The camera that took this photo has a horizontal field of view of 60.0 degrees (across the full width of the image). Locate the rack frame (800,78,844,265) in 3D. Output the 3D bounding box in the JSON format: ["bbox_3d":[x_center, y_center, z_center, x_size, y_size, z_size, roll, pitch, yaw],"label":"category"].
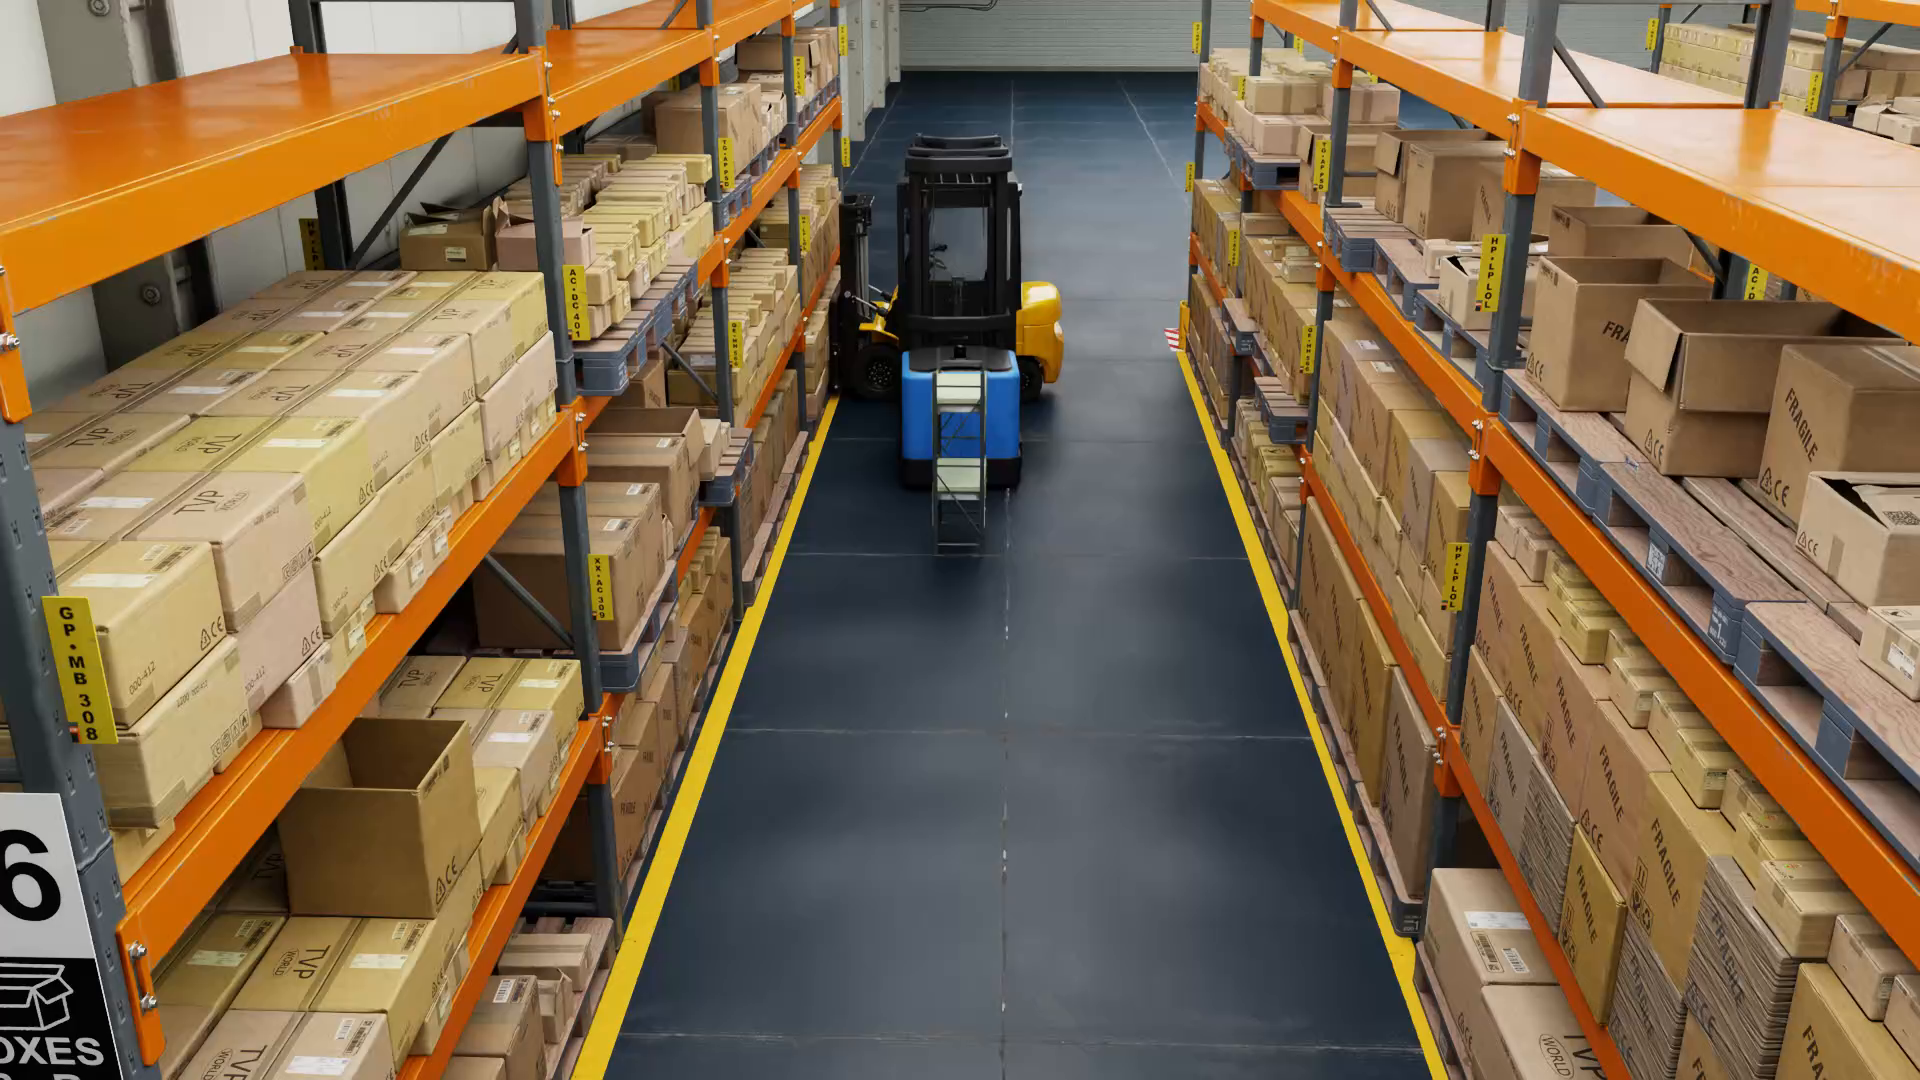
[{"bbox_3d":[-1.829,-3.721,18.971,1.000,3.000,0.127,1,21,2],"label":"rack frame"}]

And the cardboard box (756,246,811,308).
[{"bbox_3d":[-1.676,-2.479,15.632,0.500,0.500,0.500,0,21,0],"label":"cardboard box"}]

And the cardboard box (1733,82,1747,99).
[{"bbox_3d":[7.690,-4.323,16.005,0.380,0.149,0.250,0,21,1],"label":"cardboard box"}]

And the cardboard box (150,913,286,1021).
[{"bbox_3d":[-2.530,1.461,5.413,0.500,0.250,0.500,1,21,3],"label":"cardboard box"}]

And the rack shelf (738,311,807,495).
[{"bbox_3d":[-2.011,-1.216,13.510,1.077,0.370,4.000,1,21,2],"label":"rack shelf"}]

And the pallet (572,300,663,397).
[{"bbox_3d":[-2.104,-0.928,7.886,1.213,0.211,1.003,1,21,2],"label":"pallet"}]

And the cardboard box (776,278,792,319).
[{"bbox_3d":[-1.718,-2.071,14.236,0.500,0.250,0.500,0,21,0],"label":"cardboard box"}]

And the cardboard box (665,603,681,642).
[{"bbox_3d":[-1.902,0.500,10.073,0.380,0.149,0.250,0,21,-1],"label":"cardboard box"}]

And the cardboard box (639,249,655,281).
[{"bbox_3d":[-1.758,-1.379,8.417,0.380,0.149,0.250,0,21,1],"label":"cardboard box"}]

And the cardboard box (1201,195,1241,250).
[{"bbox_3d":[2.814,-3.313,17.371,0.500,0.500,0.500,0,21,1],"label":"cardboard box"}]

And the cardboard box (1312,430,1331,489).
[{"bbox_3d":[2.623,-0.531,10.957,0.500,0.250,0.500,0,21,1],"label":"cardboard box"}]

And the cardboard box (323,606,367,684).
[{"bbox_3d":[-1.956,0.299,4.812,0.380,0.149,0.250,1,21,1],"label":"cardboard box"}]

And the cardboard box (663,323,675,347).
[{"bbox_3d":[-2.299,-1.486,12.177,0.380,0.149,0.250,1,21,2],"label":"cardboard box"}]

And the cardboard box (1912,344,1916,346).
[{"bbox_3d":[7.617,-1.330,12.673,0.500,0.500,0.500,0,21,1],"label":"cardboard box"}]

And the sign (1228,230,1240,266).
[{"bbox_3d":[2.468,-2.628,14.958,0.100,0.325,0.005,1,21,2],"label":"sign"}]

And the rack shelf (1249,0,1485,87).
[{"bbox_3d":[2.950,-3.773,12.360,1.077,0.370,4.000,1,21,2],"label":"rack shelf"}]

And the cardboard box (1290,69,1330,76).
[{"bbox_3d":[3.334,-4.359,15.715,0.380,0.149,0.250,0,21,0],"label":"cardboard box"}]

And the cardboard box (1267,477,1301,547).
[{"bbox_3d":[2.931,-0.217,12.993,0.950,0.372,0.625,0,21,1],"label":"cardboard box"}]

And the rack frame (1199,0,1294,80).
[{"bbox_3d":[3.133,-6.464,17.749,1.000,3.000,0.127,1,21,2],"label":"rack frame"}]

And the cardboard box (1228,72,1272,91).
[{"bbox_3d":[2.708,-4.274,15.497,0.380,0.149,0.250,1,21,3],"label":"cardboard box"}]

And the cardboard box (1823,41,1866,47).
[{"bbox_3d":[8.342,-4.595,15.605,0.380,0.149,0.250,1,21,2],"label":"cardboard box"}]

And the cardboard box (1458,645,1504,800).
[{"bbox_3d":[2.492,0.792,7.204,0.500,0.500,0.500,1,21,3],"label":"cardboard box"}]

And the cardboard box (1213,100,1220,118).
[{"bbox_3d":[2.763,-4.365,16.833,0.380,0.149,0.250,1,21,2],"label":"cardboard box"}]

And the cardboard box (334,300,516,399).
[{"bbox_3d":[-1.975,-0.713,6.179,0.500,0.250,0.500,0,21,1],"label":"cardboard box"}]

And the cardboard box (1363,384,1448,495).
[{"bbox_3d":[2.575,-0.563,9.313,0.500,0.500,0.500,1,21,2],"label":"cardboard box"}]

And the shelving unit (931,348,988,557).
[{"bbox_3d":[0.000,-0.702,13.264,0.431,1.500,0.755,1,21,2],"label":"shelving unit"}]

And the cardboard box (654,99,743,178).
[{"bbox_3d":[-1.807,-2.775,11.530,0.500,0.500,0.500,1,21,2],"label":"cardboard box"}]

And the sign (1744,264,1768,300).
[{"bbox_3d":[3.322,-0.999,6.987,0.100,0.325,0.005,1,21,2],"label":"sign"}]

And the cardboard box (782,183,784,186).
[{"bbox_3d":[-2.088,-3.899,17.986,0.380,0.149,0.250,1,21,3],"label":"cardboard box"}]

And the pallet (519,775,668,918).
[{"bbox_3d":[-2.207,1.624,9.053,1.003,0.211,1.213,1,21,2],"label":"pallet"}]

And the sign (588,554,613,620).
[{"bbox_3d":[-1.651,0.218,7.624,0.100,0.325,0.005,1,21,2],"label":"sign"}]

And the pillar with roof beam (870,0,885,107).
[{"bbox_3d":[2.282,-14.906,39.505,9.100,9.000,0.400,1,21,2],"label":"pillar with roof beam"}]

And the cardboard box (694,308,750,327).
[{"bbox_3d":[-1.806,-1.665,12.638,0.380,0.149,0.250,1,21,2],"label":"cardboard box"}]

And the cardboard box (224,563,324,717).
[{"bbox_3d":[-2.034,0.256,4.372,0.500,0.250,0.500,1,21,3],"label":"cardboard box"}]

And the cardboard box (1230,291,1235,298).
[{"bbox_3d":[2.716,-2.224,15.460,0.380,0.149,0.250,0,21,1],"label":"cardboard box"}]

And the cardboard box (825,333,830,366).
[{"bbox_3d":[-1.587,-1.957,16.954,0.500,0.250,0.500,0,21,1],"label":"cardboard box"}]

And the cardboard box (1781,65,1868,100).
[{"bbox_3d":[7.720,-4.094,14.863,0.500,0.250,0.500,0,21,1],"label":"cardboard box"}]

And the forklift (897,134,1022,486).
[{"bbox_3d":[-0.032,-2.327,15.474,1.130,2.935,3.031,-1,21,-2],"label":"forklift"}]

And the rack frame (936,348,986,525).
[{"bbox_3d":[0.011,-0.834,13.605,0.400,1.500,0.023,1,21,2],"label":"rack frame"}]

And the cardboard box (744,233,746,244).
[{"bbox_3d":[-2.225,-2.833,15.650,0.380,0.149,0.250,0,21,0],"label":"cardboard box"}]

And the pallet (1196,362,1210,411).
[{"bbox_3d":[3.030,-1.607,17.378,1.003,0.211,1.213,1,21,2],"label":"pallet"}]

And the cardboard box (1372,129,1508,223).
[{"bbox_3d":[3.029,-2.279,10.386,0.797,0.503,0.637,-1,21,-2],"label":"cardboard box"}]

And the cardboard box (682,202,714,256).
[{"bbox_3d":[-1.845,-1.968,10.516,0.500,0.250,0.500,0,21,0],"label":"cardboard box"}]

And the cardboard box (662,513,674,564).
[{"bbox_3d":[-1.768,-0.013,9.021,0.396,0.266,0.258,2,21,4],"label":"cardboard box"}]

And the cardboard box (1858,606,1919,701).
[{"bbox_3d":[2.503,0.278,4.148,0.380,0.149,0.250,-1,21,-3],"label":"cardboard box"}]

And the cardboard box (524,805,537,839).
[{"bbox_3d":[-1.956,1.136,6.801,0.380,0.149,0.250,1,21,3],"label":"cardboard box"}]

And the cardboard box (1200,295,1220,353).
[{"bbox_3d":[2.797,-2.263,17.399,0.500,0.500,0.500,1,21,3],"label":"cardboard box"}]

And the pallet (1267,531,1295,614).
[{"bbox_3d":[2.915,0.243,12.612,1.003,0.211,1.213,1,21,2],"label":"pallet"}]

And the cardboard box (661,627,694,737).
[{"bbox_3d":[-1.906,0.855,10.054,0.500,0.500,0.500,0,21,0],"label":"cardboard box"}]

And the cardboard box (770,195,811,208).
[{"bbox_3d":[-1.684,-3.341,16.546,0.380,0.149,0.250,1,21,1],"label":"cardboard box"}]

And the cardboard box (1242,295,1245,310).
[{"bbox_3d":[2.678,-2.103,14.570,0.380,0.149,0.250,1,21,2],"label":"cardboard box"}]

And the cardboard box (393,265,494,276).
[{"bbox_3d":[-2.301,-1.154,7.427,0.380,0.149,0.250,0,21,1],"label":"cardboard box"}]

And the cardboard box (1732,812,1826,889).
[{"bbox_3d":[2.413,0.894,4.662,0.380,0.149,0.250,1,21,3],"label":"cardboard box"}]

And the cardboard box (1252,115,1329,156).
[{"bbox_3d":[2.585,-3.173,13.040,0.500,0.250,0.500,0,21,1],"label":"cardboard box"}]

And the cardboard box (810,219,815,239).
[{"bbox_3d":[-1.610,-3.012,16.111,0.380,0.149,0.250,1,21,3],"label":"cardboard box"}]

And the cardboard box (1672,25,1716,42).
[{"bbox_3d":[7.747,-5.337,17.517,0.380,0.149,0.250,1,21,2],"label":"cardboard box"}]

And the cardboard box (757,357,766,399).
[{"bbox_3d":[-1.785,-1.284,12.899,0.500,0.250,0.500,0,21,0],"label":"cardboard box"}]

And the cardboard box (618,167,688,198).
[{"bbox_3d":[-1.858,-2.163,10.055,0.380,0.149,0.250,0,21,0],"label":"cardboard box"}]

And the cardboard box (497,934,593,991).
[{"bbox_3d":[-1.917,1.956,7.701,0.380,0.149,0.250,0,21,0],"label":"cardboard box"}]

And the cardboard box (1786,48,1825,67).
[{"bbox_3d":[7.662,-4.326,14.910,0.380,0.149,0.250,1,21,1],"label":"cardboard box"}]
